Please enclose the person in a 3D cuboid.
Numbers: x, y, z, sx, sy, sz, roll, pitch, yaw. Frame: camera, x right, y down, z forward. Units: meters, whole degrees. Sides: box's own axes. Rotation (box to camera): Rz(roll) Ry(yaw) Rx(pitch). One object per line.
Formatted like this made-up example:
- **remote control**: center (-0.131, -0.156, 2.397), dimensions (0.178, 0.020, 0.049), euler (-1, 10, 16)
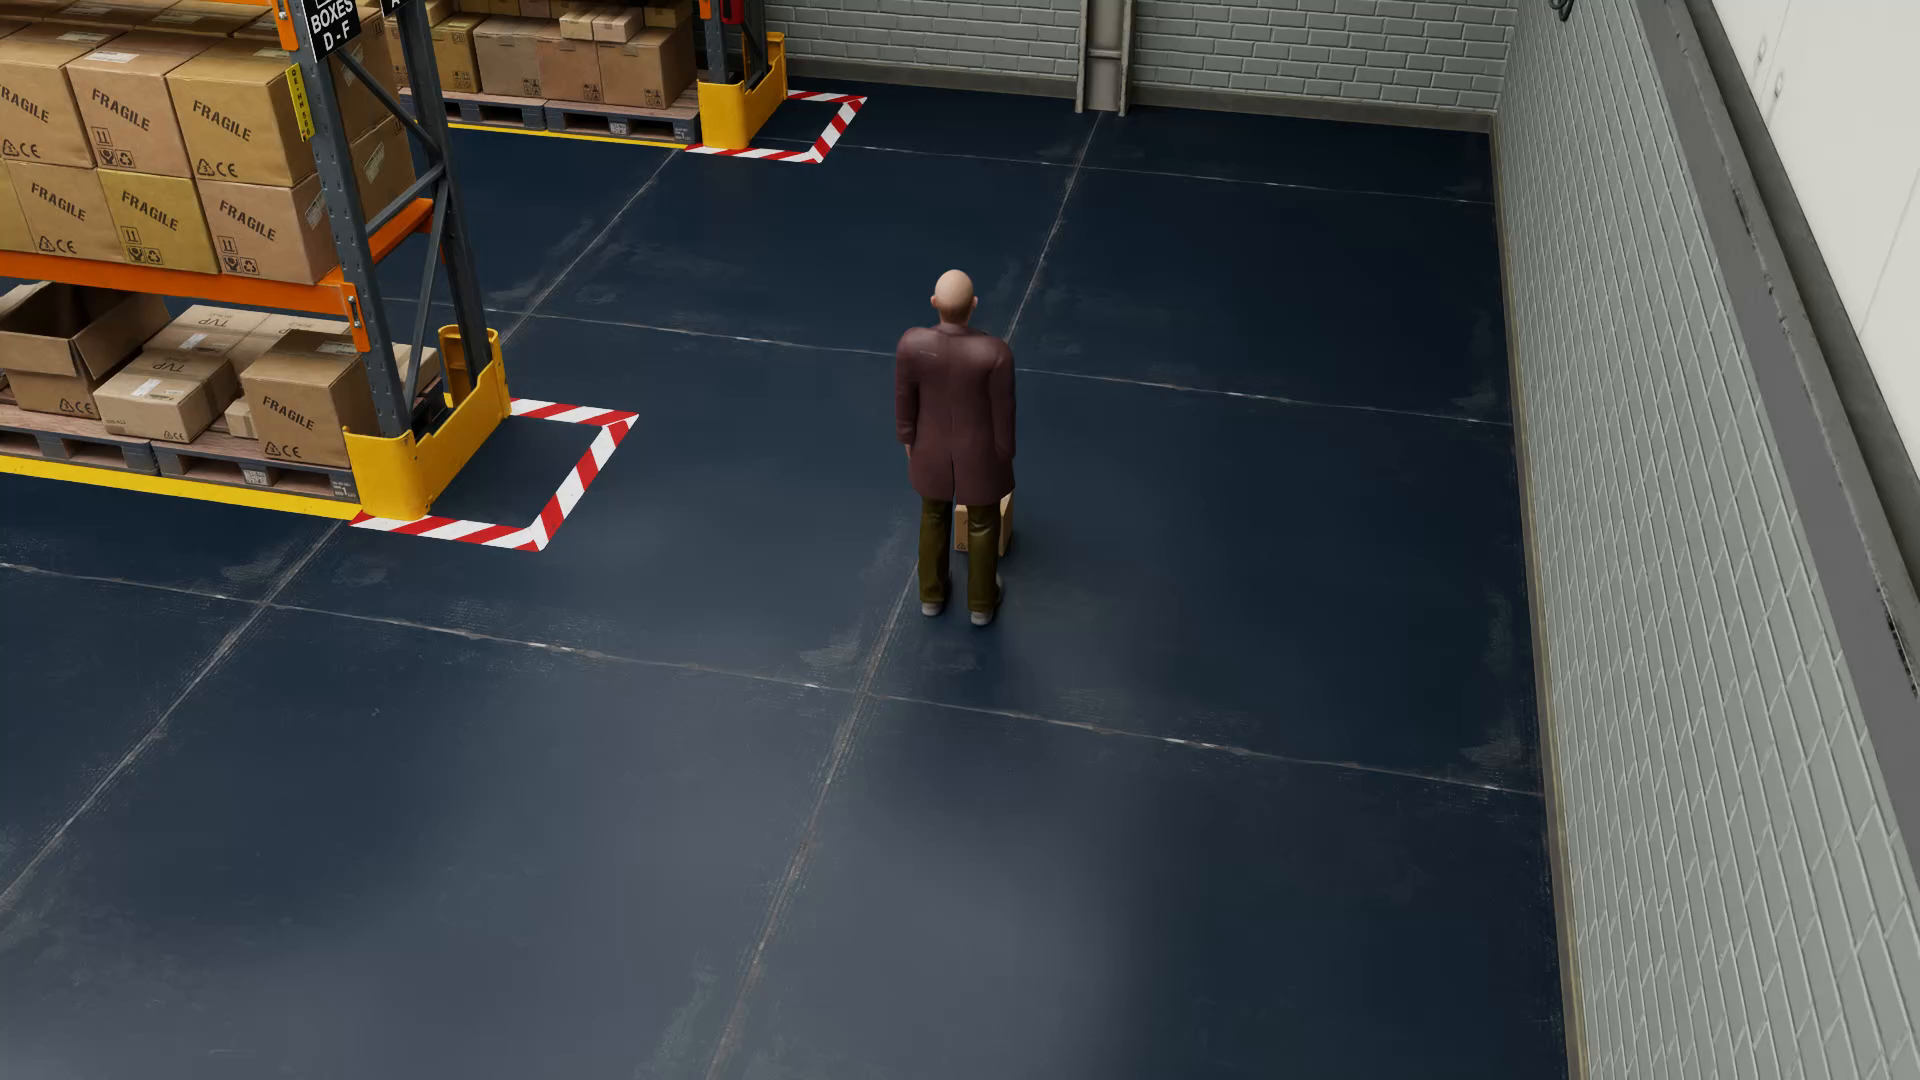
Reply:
- **person**: center (-0.015, -0.431, 7.573), dimensions (0.562, 1.775, 0.389), euler (8, 37, 11)
